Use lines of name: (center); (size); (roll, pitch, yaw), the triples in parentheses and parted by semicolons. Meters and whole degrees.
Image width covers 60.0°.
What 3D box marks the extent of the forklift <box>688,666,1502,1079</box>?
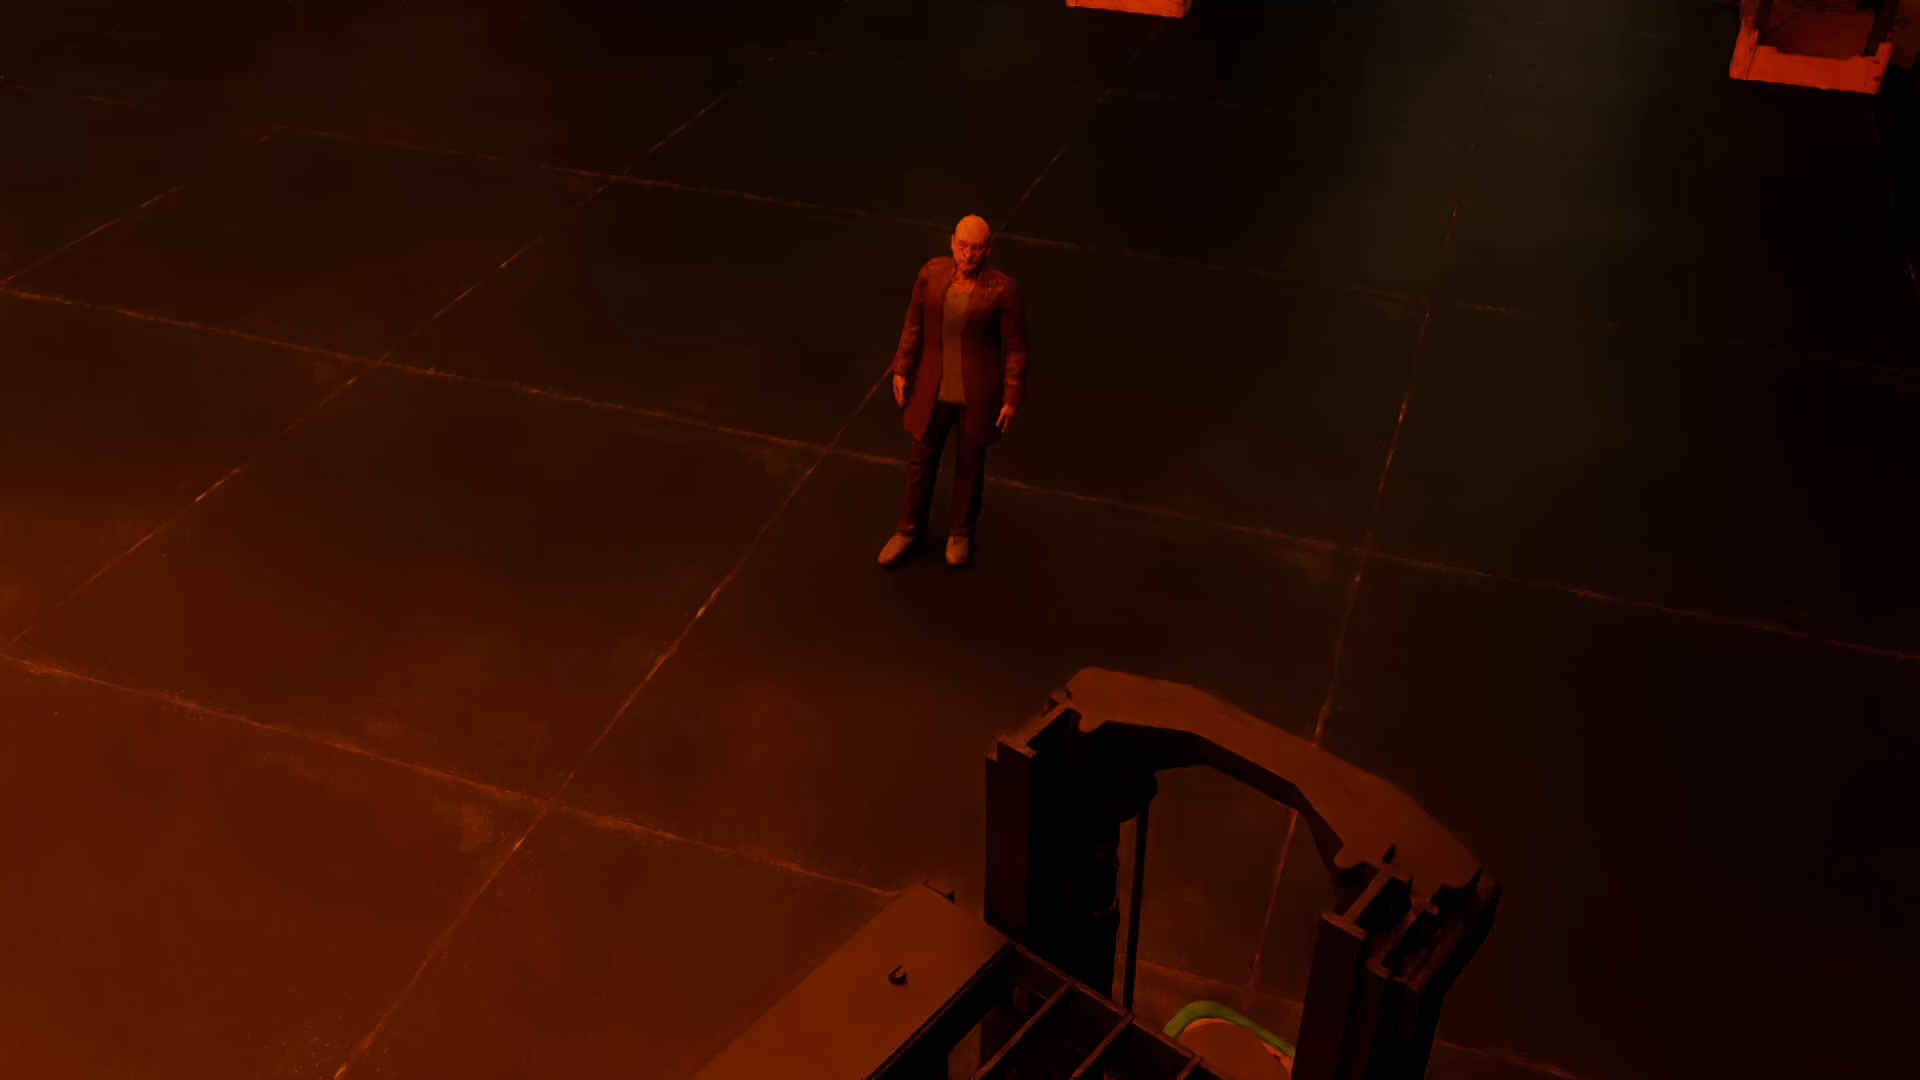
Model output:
forklift: (0.148, 1.848, 3.504); (1.130, 2.935, 3.031); (25, 43, 31)

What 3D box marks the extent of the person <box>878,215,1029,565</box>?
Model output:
person: (-0.035, -0.682, 8.058); (0.694, 1.776, 0.580); (12, 37, 16)
